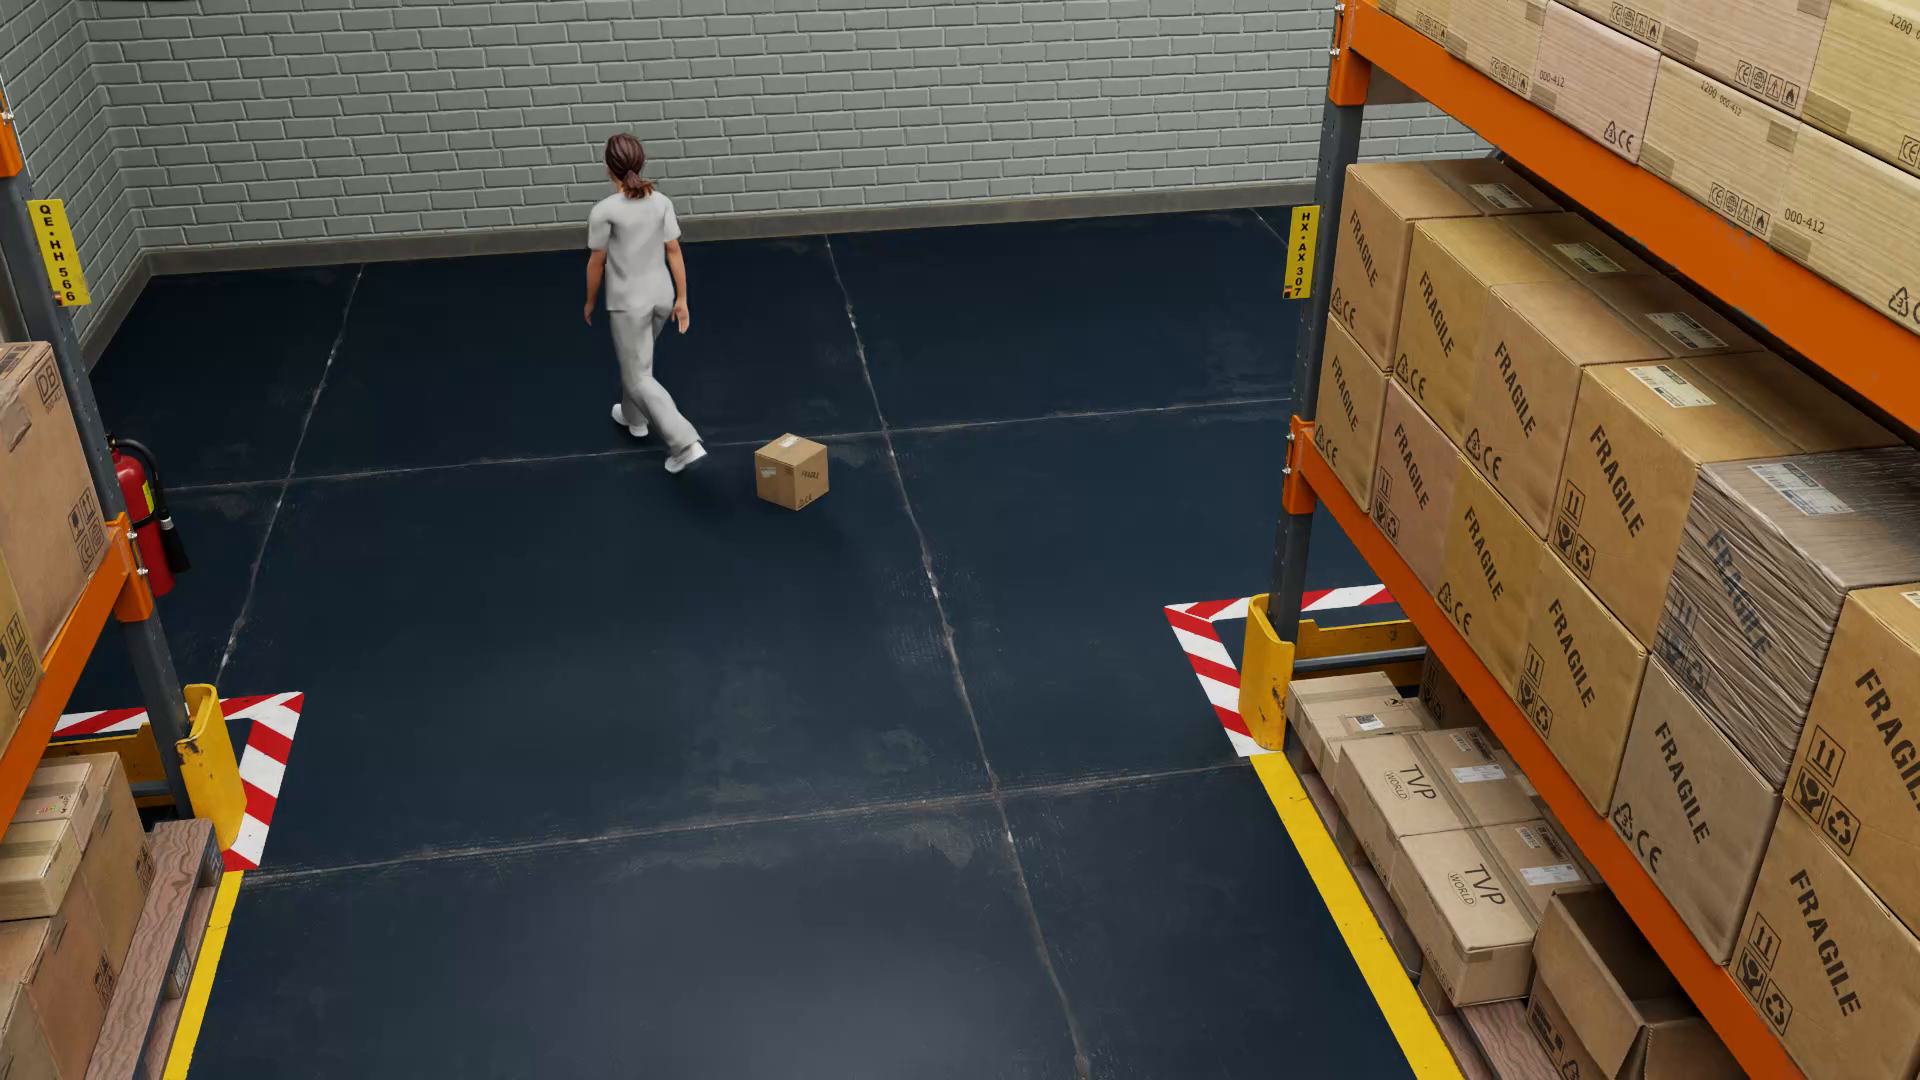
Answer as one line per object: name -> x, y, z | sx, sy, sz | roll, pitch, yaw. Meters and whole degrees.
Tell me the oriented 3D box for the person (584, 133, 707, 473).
person -> -1.524, -1.133, 8.044 | 0.450, 1.610, 1.018 | -26, 39, -36
